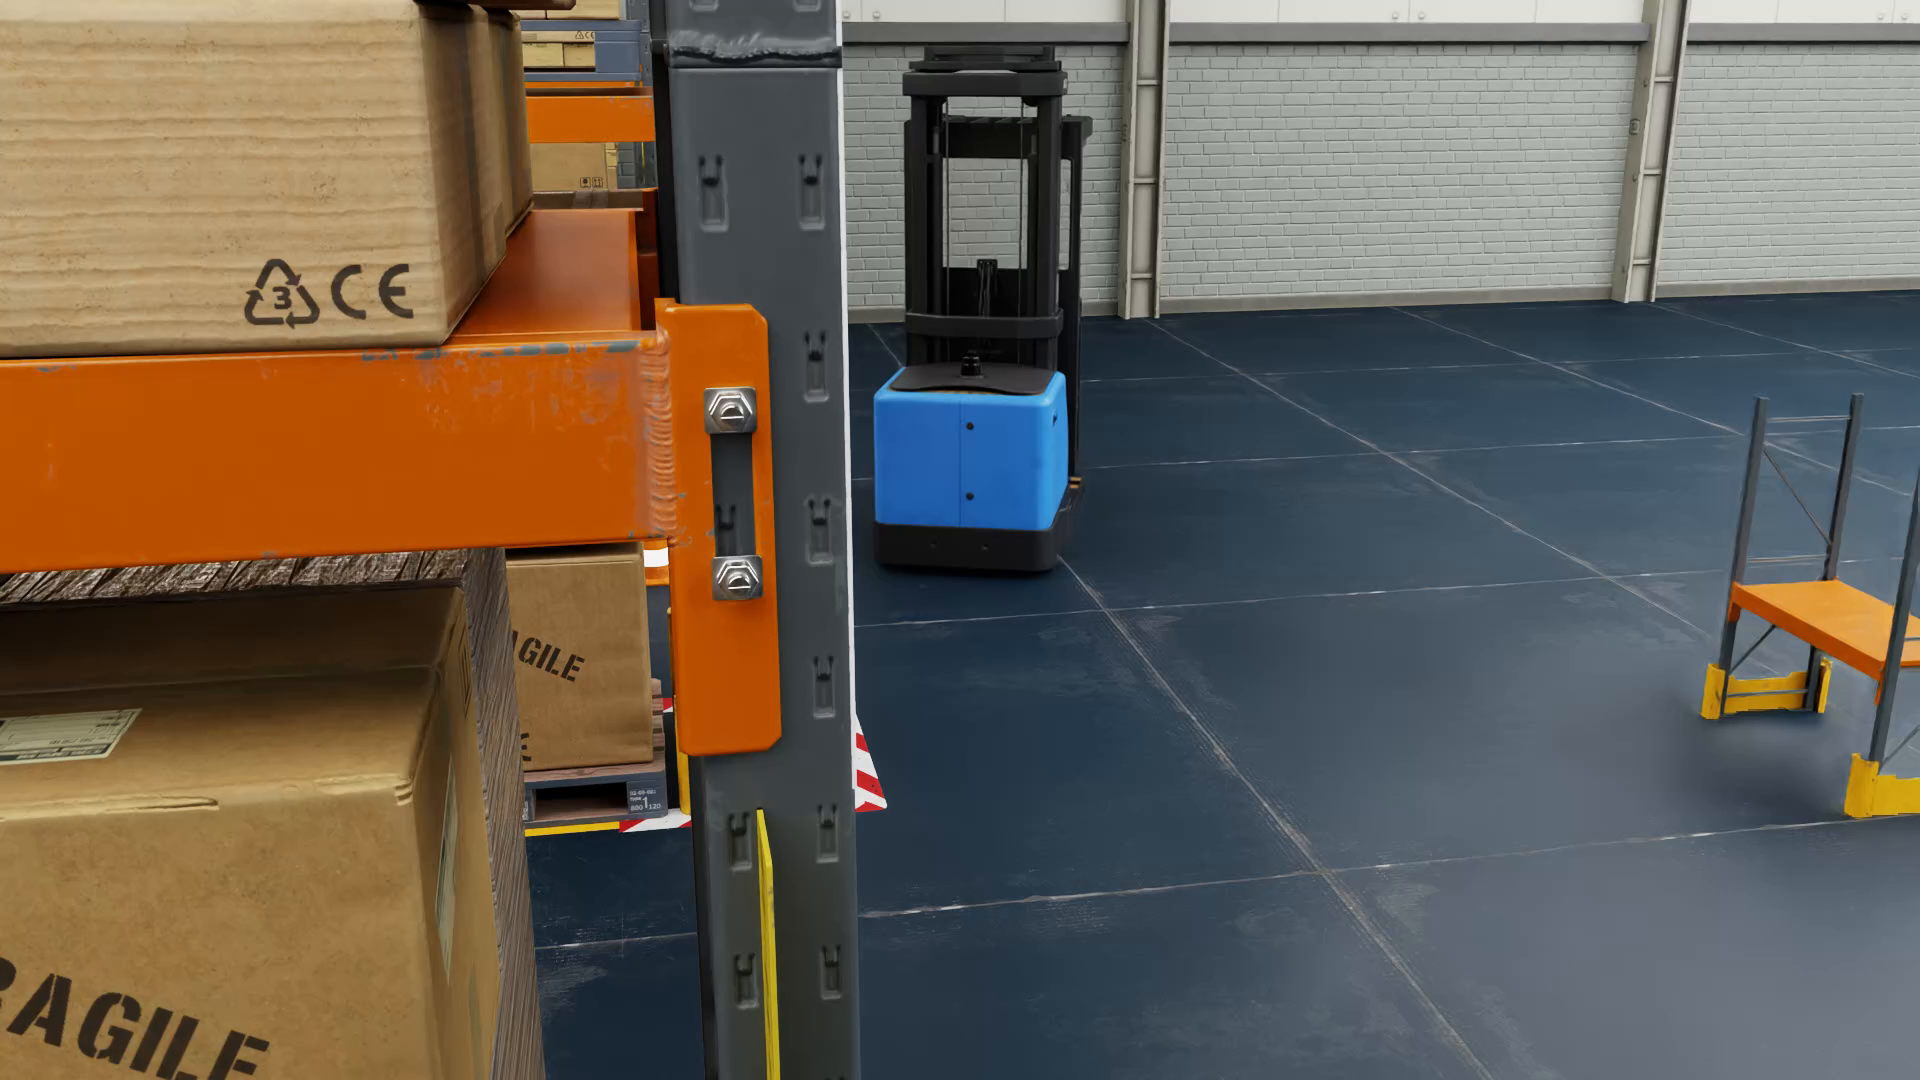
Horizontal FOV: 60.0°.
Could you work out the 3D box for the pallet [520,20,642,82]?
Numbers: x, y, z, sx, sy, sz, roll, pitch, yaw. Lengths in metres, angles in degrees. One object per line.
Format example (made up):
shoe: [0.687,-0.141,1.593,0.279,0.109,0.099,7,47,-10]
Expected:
pallet: [-1.813,-1.843,6.246,1.213,0.211,1.003,-3,17,-10]

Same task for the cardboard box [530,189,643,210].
cardboard box: [-1.459,-1.074,6.606,0.550,0.550,0.875,-3,17,-10]

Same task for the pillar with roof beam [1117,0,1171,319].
pillar with roof beam: [2.783,-5.530,12.990,0.400,9.000,9.100,-3,17,-10]

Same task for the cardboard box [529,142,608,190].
cardboard box: [-2.585,-2.494,10.943,0.500,0.500,0.700,-4,17,-12]

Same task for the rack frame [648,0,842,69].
rack frame: [-0.245,-1.928,1.263,0.127,3.000,1.000,-3,17,-10]

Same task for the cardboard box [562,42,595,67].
cardboard box: [-2.423,-3.131,10.715,0.250,0.149,0.380,-3,17,-10]

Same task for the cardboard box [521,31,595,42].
cardboard box: [-2.577,-3.316,10.638,0.500,0.250,0.500,-3,17,-11]

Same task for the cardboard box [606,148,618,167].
cardboard box: [-3.358,-3.606,15.668,0.250,0.149,0.380,-3,17,-10]

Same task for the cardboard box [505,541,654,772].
cardboard box: [-1.740,0.376,6.883,0.875,0.875,0.875,-3,17,-10]

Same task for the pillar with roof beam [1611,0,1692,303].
pillar with roof beam: [8.674,-5.864,14.078,0.400,9.000,9.100,-3,17,-10]

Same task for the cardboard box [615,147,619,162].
cardboard box: [-3.453,-3.762,16.176,0.250,0.149,0.380,-4,17,-12]

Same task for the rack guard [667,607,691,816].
rack guard: [-1.063,0.698,7.189,0.348,0.500,1.175,-3,17,-10]

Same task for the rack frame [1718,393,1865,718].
rack frame: [3.711,0.088,7.471,0.500,1.500,0.032,-3,17,-9]

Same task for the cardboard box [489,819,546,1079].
cardboard box: [-0.791,0.772,2.012,0.500,0.500,0.875,-3,17,-10]

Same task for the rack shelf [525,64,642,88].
rack shelf: [-4.089,-2.896,10.748,4.000,0.370,1.077,-3,17,-10]

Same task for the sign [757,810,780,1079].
sign: [-0.160,0.396,1.403,0.005,0.325,0.100,-3,17,-10]

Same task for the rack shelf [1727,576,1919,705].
rack shelf: [3.792,0.407,7.044,0.538,0.185,1.000,-3,17,-9]

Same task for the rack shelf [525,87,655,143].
rack shelf: [-3.051,-1.475,6.120,4.000,0.370,1.077,-3,17,-10]

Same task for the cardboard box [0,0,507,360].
cardboard box: [-0.670,-0.323,1.400,0.500,0.250,0.500,-3,17,-9]

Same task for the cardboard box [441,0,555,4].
cardboard box: [-0.459,-0.508,1.324,0.250,0.149,0.380,-3,17,-10]

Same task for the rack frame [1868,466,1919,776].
rack frame: [3.874,0.383,6.512,0.500,1.500,0.032,-3,17,-9]

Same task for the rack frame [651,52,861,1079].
rack frame: [-0.245,0.939,2.144,0.127,3.000,1.000,-3,17,-10]

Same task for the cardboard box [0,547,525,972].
cardboard box: [-0.837,0.224,2.095,0.500,0.500,0.500,-3,17,-10]

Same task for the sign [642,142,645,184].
sign: [-2.040,-2.461,10.704,0.005,0.325,0.100,-3,17,-10]

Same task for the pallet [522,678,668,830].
pallet: [-1.857,0.904,7.009,1.213,0.211,1.003,-3,17,-10]

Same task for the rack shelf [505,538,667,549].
rack shelf: [-3.051,-0.041,6.561,4.000,0.370,1.077,-3,17,-10]

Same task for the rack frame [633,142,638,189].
rack frame: [-3.071,-3.348,16.104,0.127,3.000,1.000,-3,17,-10]

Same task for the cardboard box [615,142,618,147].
cardboard box: [-3.441,-3.891,16.090,0.250,0.149,0.380,-4,17,-12]

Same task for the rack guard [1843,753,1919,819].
rack guard: [3.871,0.974,6.714,0.587,0.250,0.087,-3,17,-9]

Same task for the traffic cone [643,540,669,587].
traffic cone: [-1.758,-0.008,9.549,0.334,0.463,0.336,-3,17,-10]

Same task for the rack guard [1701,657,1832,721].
rack guard: [3.711,0.686,7.654,0.587,0.250,0.087,-3,17,-9]

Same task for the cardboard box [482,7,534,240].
cardboard box: [-0.767,-0.470,1.881,0.500,0.250,0.500,-3,17,-9]

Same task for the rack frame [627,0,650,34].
rack frame: [-2.125,-4.785,10.565,0.127,3.000,1.000,-3,17,-10]

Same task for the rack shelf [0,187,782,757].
rack shelf: [-2.209,-0.039,1.447,4.000,0.370,1.077,-3,17,-10]

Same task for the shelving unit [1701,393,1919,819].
shelving unit: [3.791,0.233,7.000,0.587,1.500,1.083,-3,17,-9]

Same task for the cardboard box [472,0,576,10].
cardboard box: [-0.560,-0.665,1.834,0.250,0.149,0.380,-3,17,-11]

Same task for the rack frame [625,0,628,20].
rack frame: [-3.071,-6.216,15.223,0.127,3.000,1.000,-3,17,-10]

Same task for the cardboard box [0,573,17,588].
cardboard box: [-1.329,0.249,2.011,0.500,0.500,0.500,-3,17,-10]

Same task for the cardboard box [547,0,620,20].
cardboard box: [-1.349,-1.942,5.960,0.250,0.149,0.380,-3,17,-11]

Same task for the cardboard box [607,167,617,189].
cardboard box: [-3.504,-3.293,15.753,0.500,0.500,0.500,-4,17,-12]

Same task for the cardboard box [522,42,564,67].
cardboard box: [-2.661,-3.107,10.639,0.250,0.149,0.380,-3,17,-10]

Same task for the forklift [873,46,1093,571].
forklift: [0.241,-1.612,10.569,1.130,2.935,3.031,3,17,9]

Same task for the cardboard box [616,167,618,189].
cardboard box: [-3.610,-3.448,16.260,0.500,0.500,0.500,-3,17,-9]

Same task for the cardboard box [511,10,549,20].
cardboard box: [-1.597,-1.928,5.915,0.250,0.149,0.380,-3,17,-10]

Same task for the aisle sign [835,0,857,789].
aisle sign: [-0.128,-0.220,1.492,0.004,0.787,0.394,-3,17,-10]

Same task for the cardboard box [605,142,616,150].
cardboard box: [-3.382,-3.767,15.687,0.250,0.149,0.380,-3,17,-10]

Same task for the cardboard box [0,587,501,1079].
cardboard box: [-0.738,0.373,1.607,0.500,0.500,0.500,-3,17,-10]

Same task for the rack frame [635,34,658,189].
rack frame: [-2.125,-1.917,11.445,0.127,3.000,1.000,-3,17,-10]
